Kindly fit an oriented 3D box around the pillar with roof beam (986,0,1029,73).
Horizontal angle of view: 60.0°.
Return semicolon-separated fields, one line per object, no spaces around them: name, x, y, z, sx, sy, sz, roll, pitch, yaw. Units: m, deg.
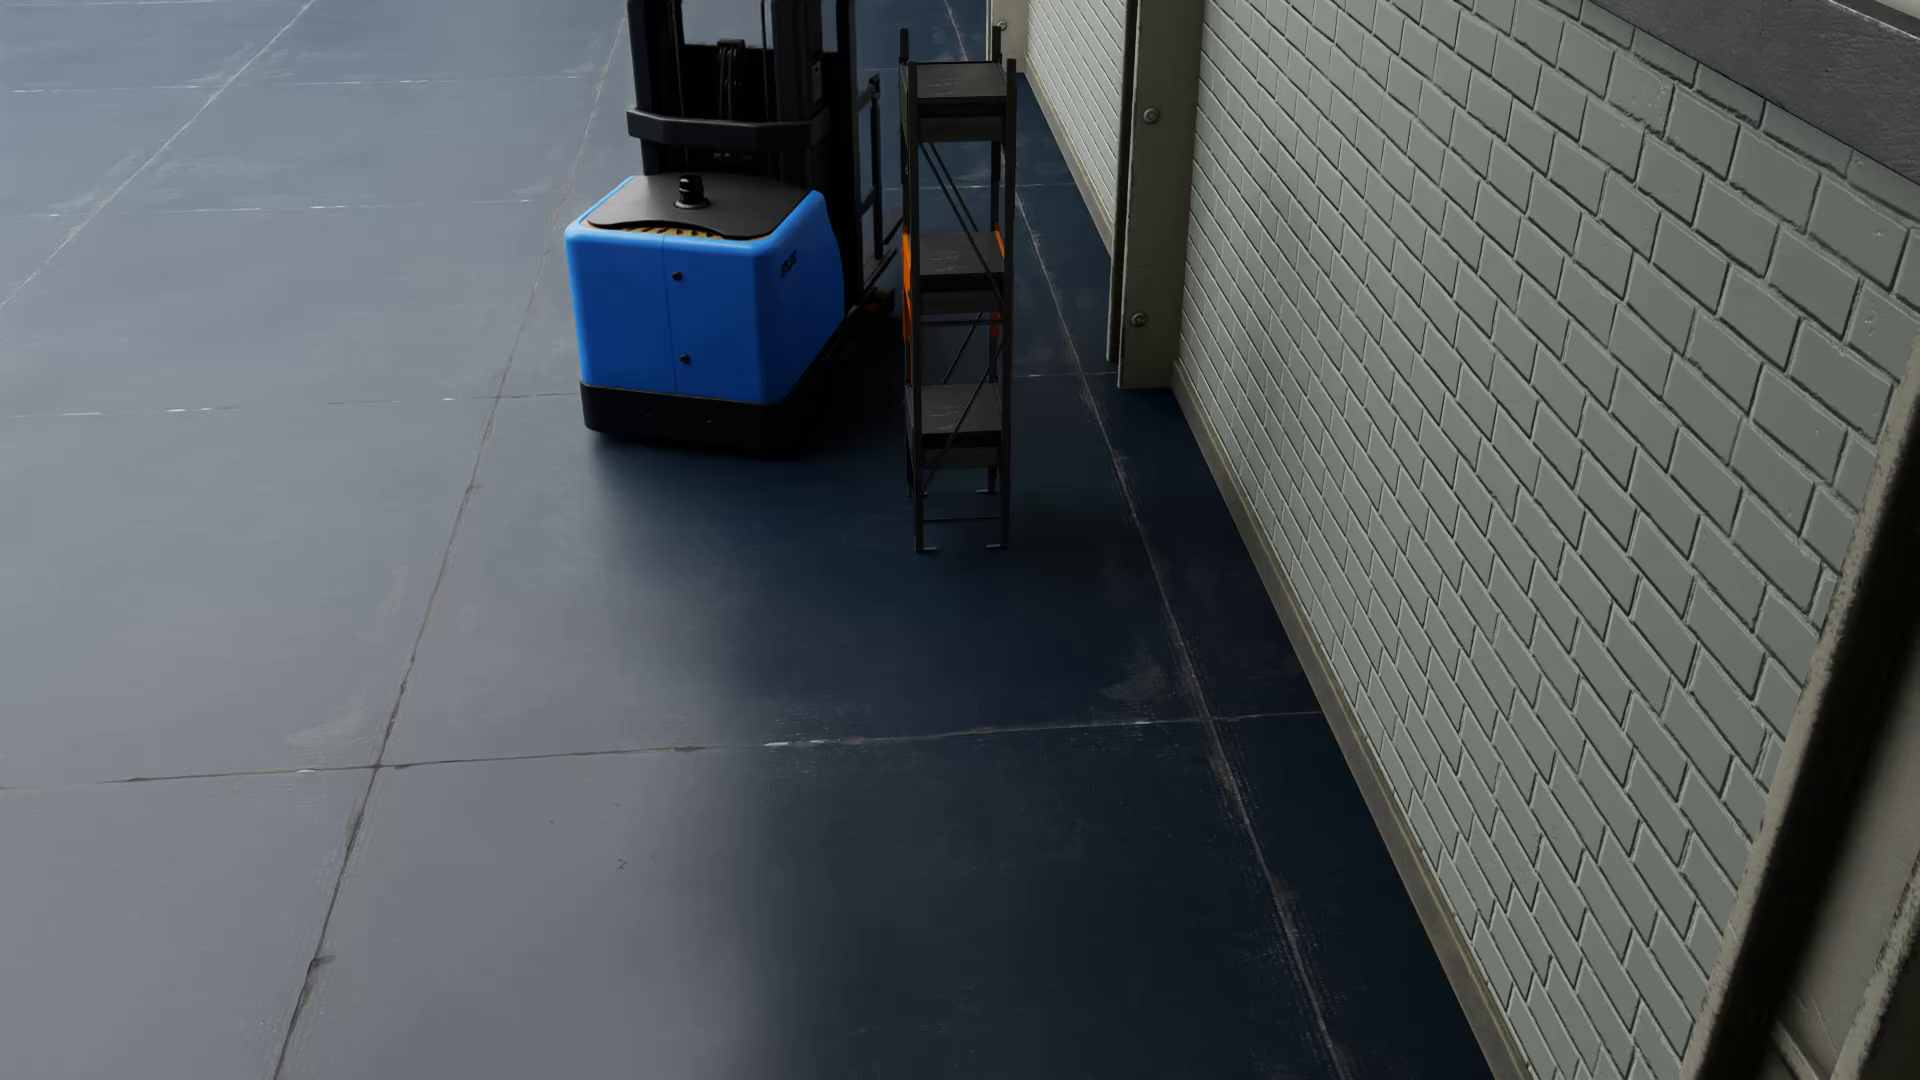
pillar with roof beam;-3.893;-7.607;11.210;9.100;9.000;0.400;-3;31;-5

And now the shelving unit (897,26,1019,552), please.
shelving unit;-0.015;-0.986;6.853;0.431;2.100;0.503;-3;31;-5

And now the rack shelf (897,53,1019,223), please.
rack shelf;-0.015;-1.575;6.501;0.431;0.518;0.480;-3;31;-5

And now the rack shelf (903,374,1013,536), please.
rack shelf;-0.015;-0.373;7.219;0.431;0.518;0.480;-3;31;-5

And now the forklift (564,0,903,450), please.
forklift;-0.986;-2.425;8.451;1.130;2.935;3.031;7;32;11

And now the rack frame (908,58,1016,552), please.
rack frame;0.007;-0.861;6.644;0.400;2.100;0.015;-3;31;-5

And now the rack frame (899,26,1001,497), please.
rack frame;-0.038;-1.111;7.062;0.400;2.100;0.015;-3;31;-5

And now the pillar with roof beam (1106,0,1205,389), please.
pillar with roof beam;-3.332;-4.543;6.081;9.100;9.000;0.400;-3;31;-5

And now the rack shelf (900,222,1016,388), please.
rack shelf;-0.015;-0.974;6.860;0.431;0.518;0.480;-3;31;-5
